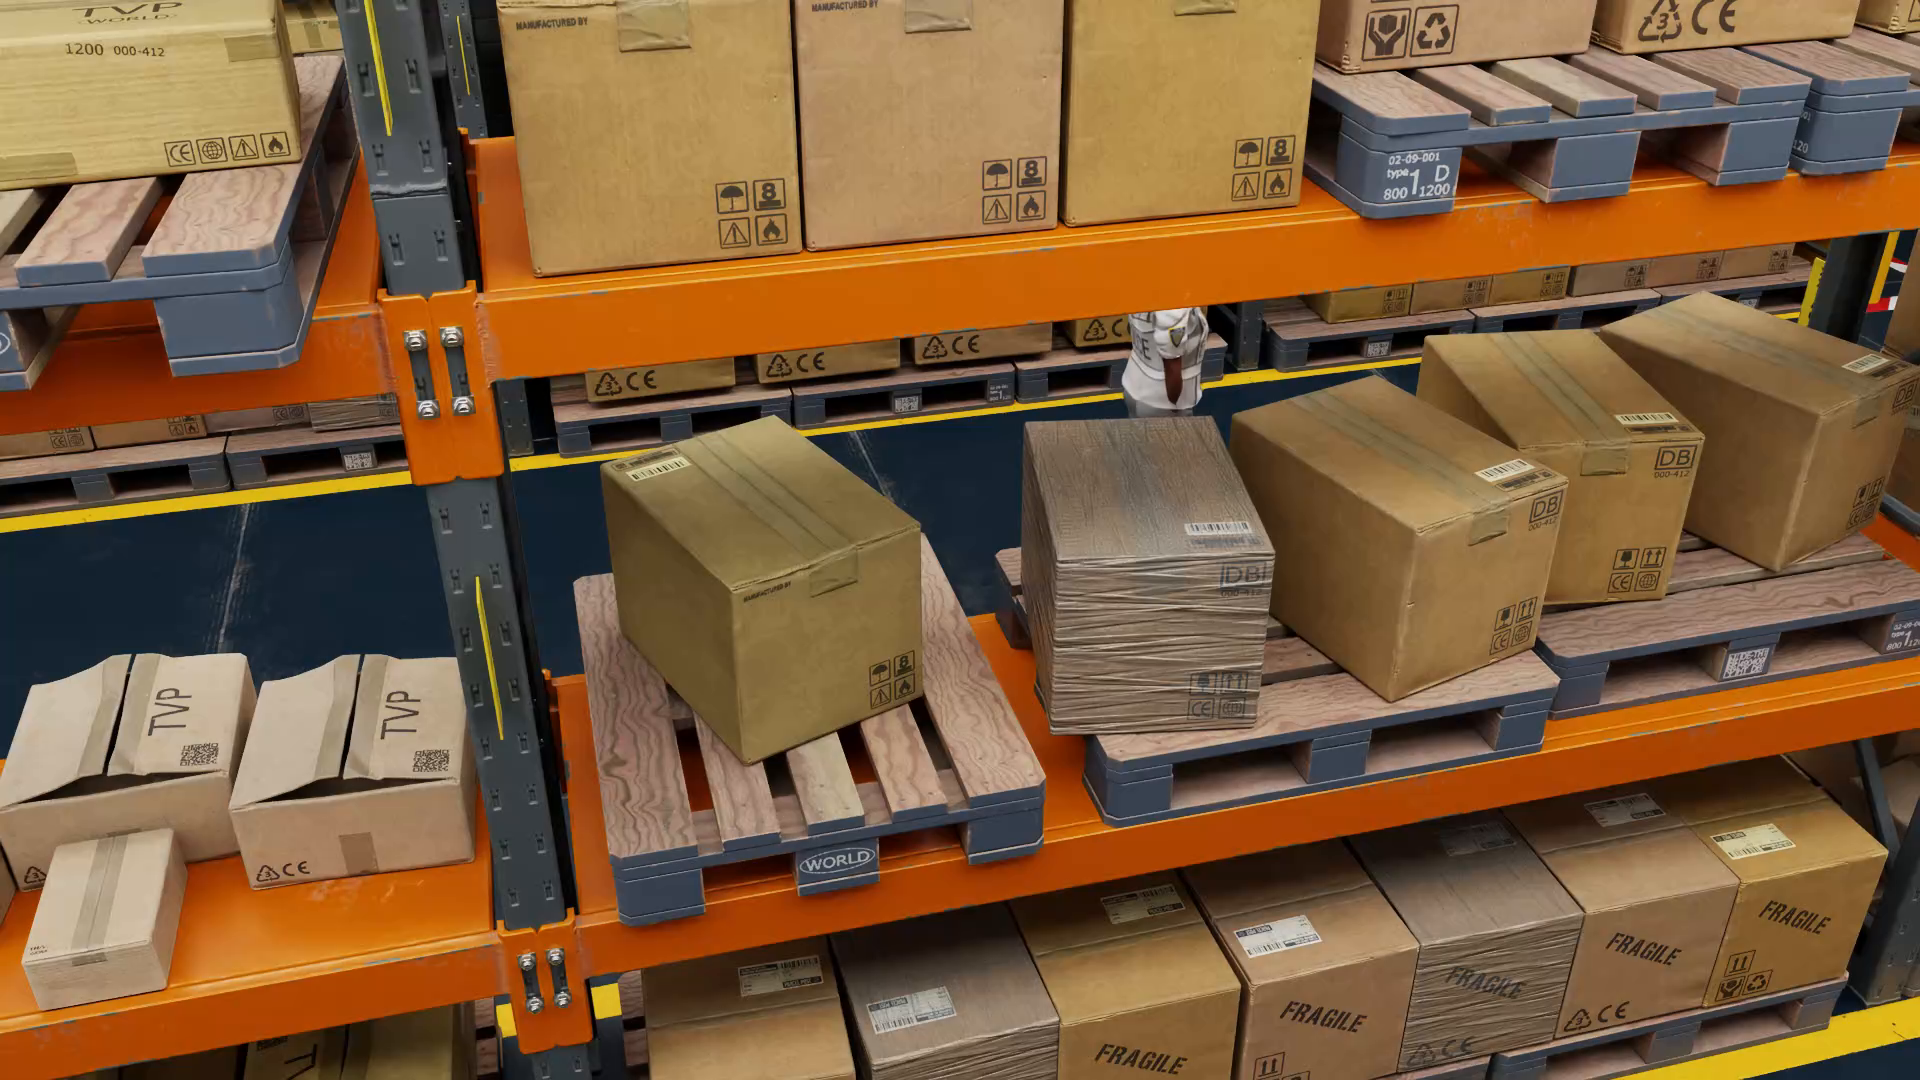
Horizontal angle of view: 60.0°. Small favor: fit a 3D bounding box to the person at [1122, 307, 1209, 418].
[{"bbox_3d":[0.868,-0.605,7.157,0.341,1.671,0.437,-7,31,-12],"label":"person"}]
